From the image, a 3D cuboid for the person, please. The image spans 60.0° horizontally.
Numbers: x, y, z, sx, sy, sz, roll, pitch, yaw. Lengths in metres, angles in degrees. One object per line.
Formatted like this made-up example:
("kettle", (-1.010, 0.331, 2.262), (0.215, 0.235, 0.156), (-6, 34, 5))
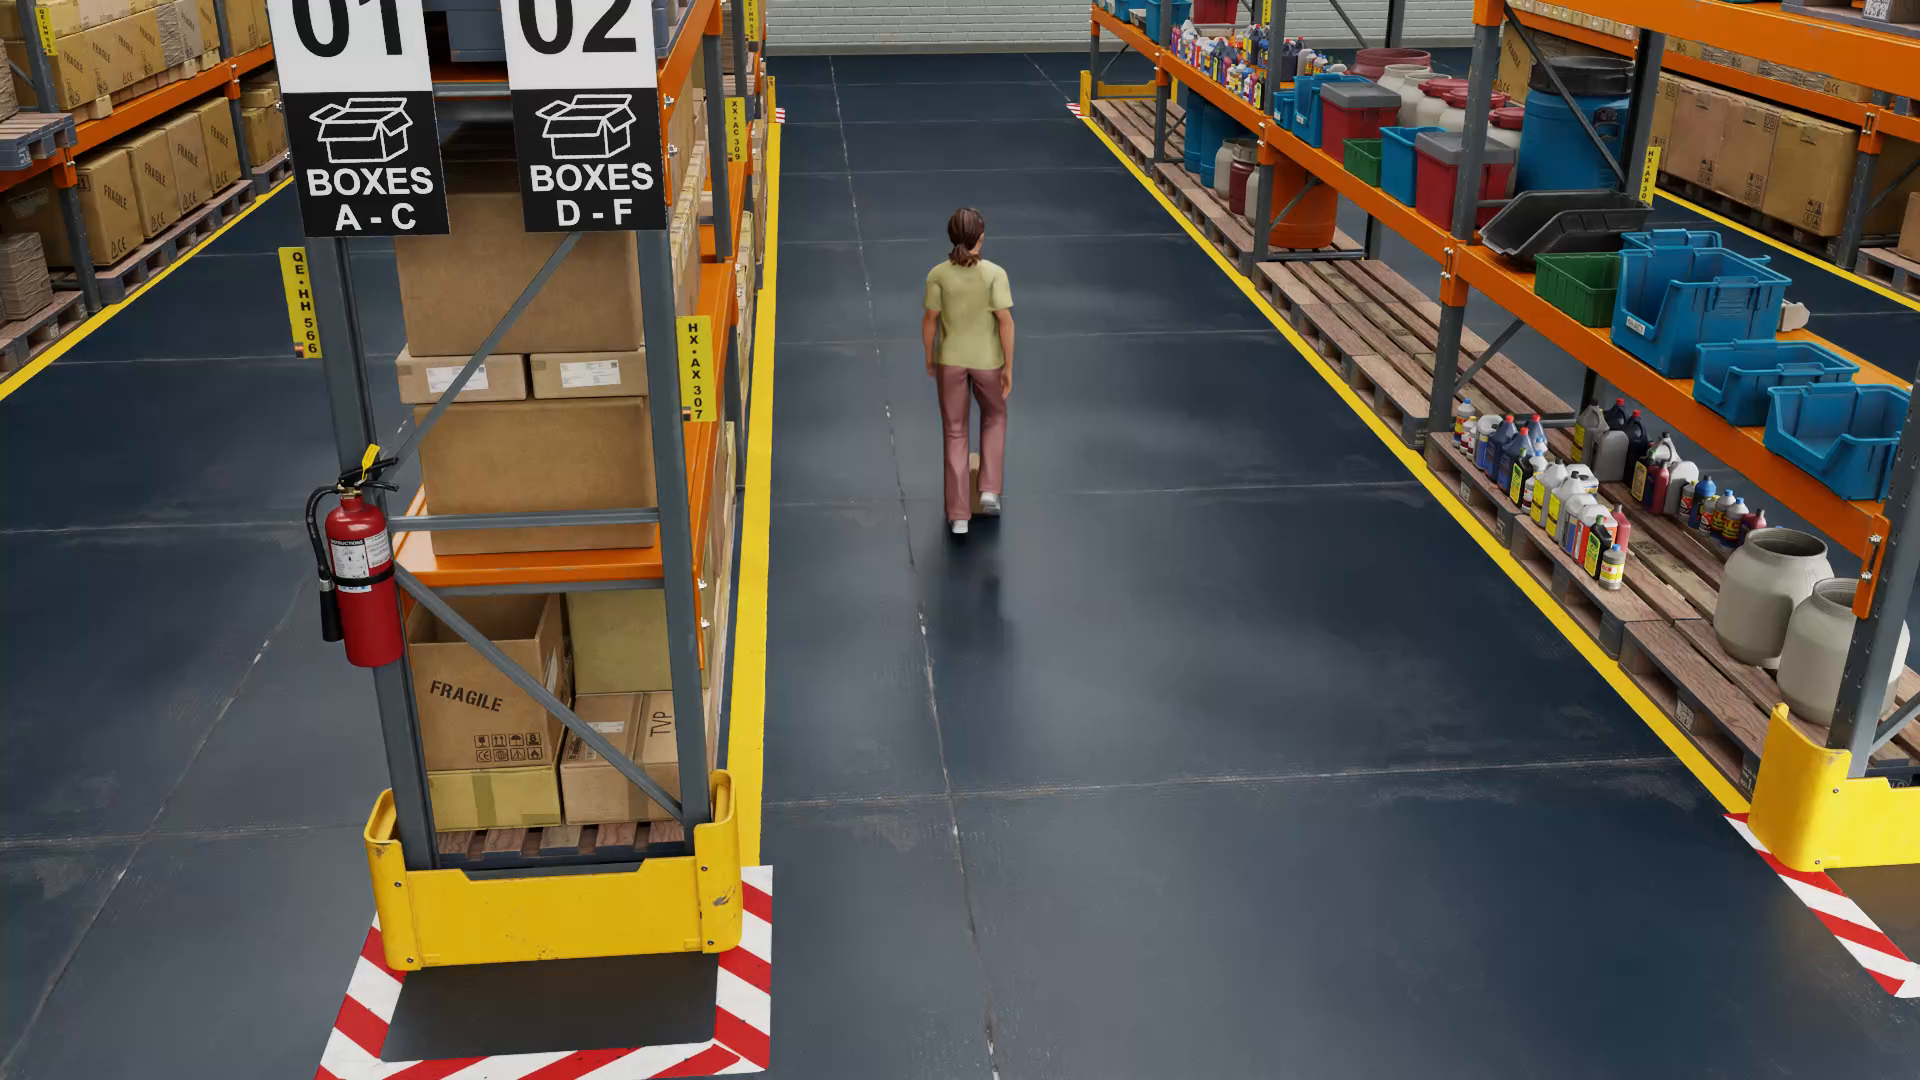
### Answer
("person", (0.042, -0.845, 8.551), (0.478, 1.728, 0.585), (2, 24, 4))
